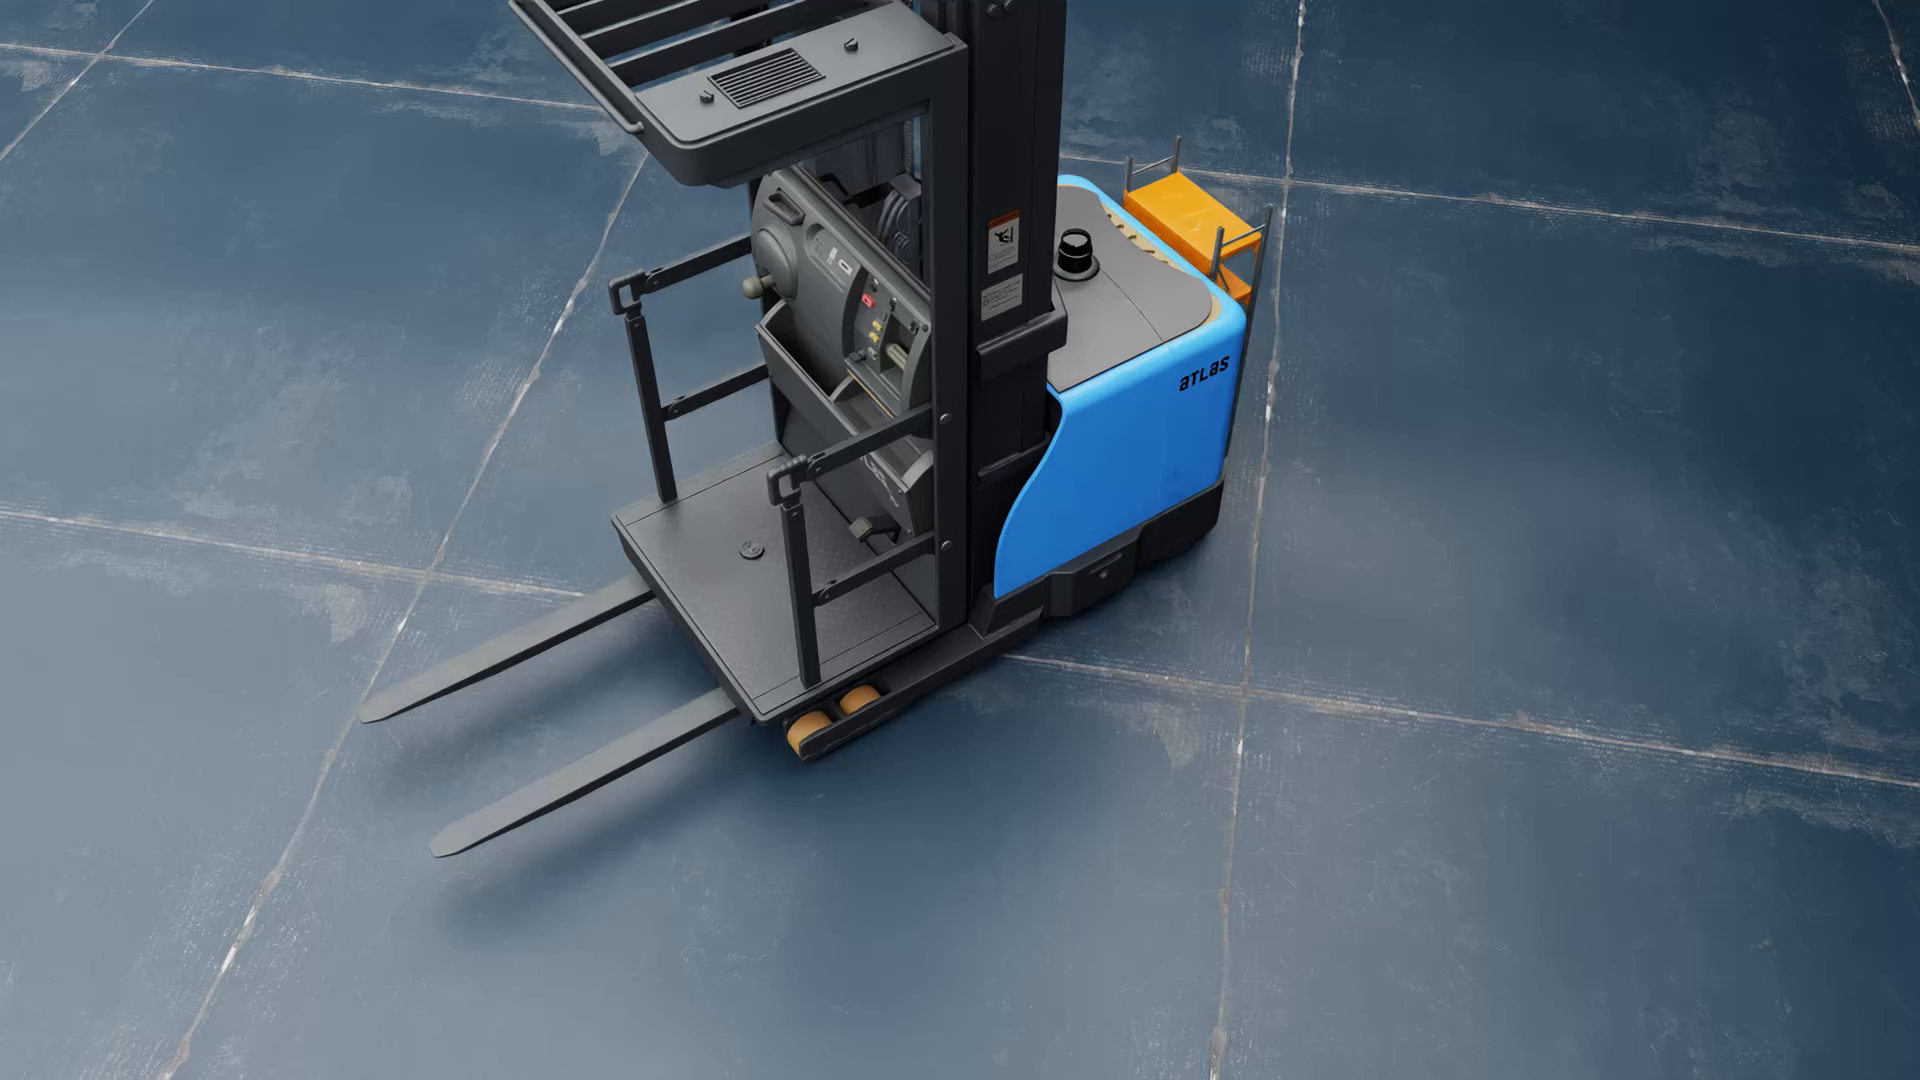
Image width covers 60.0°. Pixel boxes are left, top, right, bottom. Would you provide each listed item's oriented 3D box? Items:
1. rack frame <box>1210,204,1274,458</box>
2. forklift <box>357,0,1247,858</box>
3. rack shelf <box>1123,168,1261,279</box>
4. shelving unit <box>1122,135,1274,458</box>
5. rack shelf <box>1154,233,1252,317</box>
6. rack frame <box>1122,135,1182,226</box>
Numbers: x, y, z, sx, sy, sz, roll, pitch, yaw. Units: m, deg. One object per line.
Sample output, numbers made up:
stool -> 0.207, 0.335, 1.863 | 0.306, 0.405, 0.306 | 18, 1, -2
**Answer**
rack frame -> 0.959, -0.688, 6.059 | 0.240, 1.200, 0.015 | -27, 53, -23
forklift -> -0.539, -0.696, 4.905 | 3.031, 2.935, 1.130 | -27, 53, -22
rack shelf -> 0.824, -1.102, 5.903 | 0.258, 0.148, 0.480 | -27, 53, -23
shelving unit -> 0.820, -0.838, 6.193 | 0.258, 1.200, 0.503 | -27, 53, -23
rack shelf -> 0.822, -0.943, 6.078 | 0.258, 0.148, 0.480 | -27, 53, -23
rack frame -> 0.681, -0.987, 6.328 | 0.240, 1.200, 0.015 | -27, 53, -23
